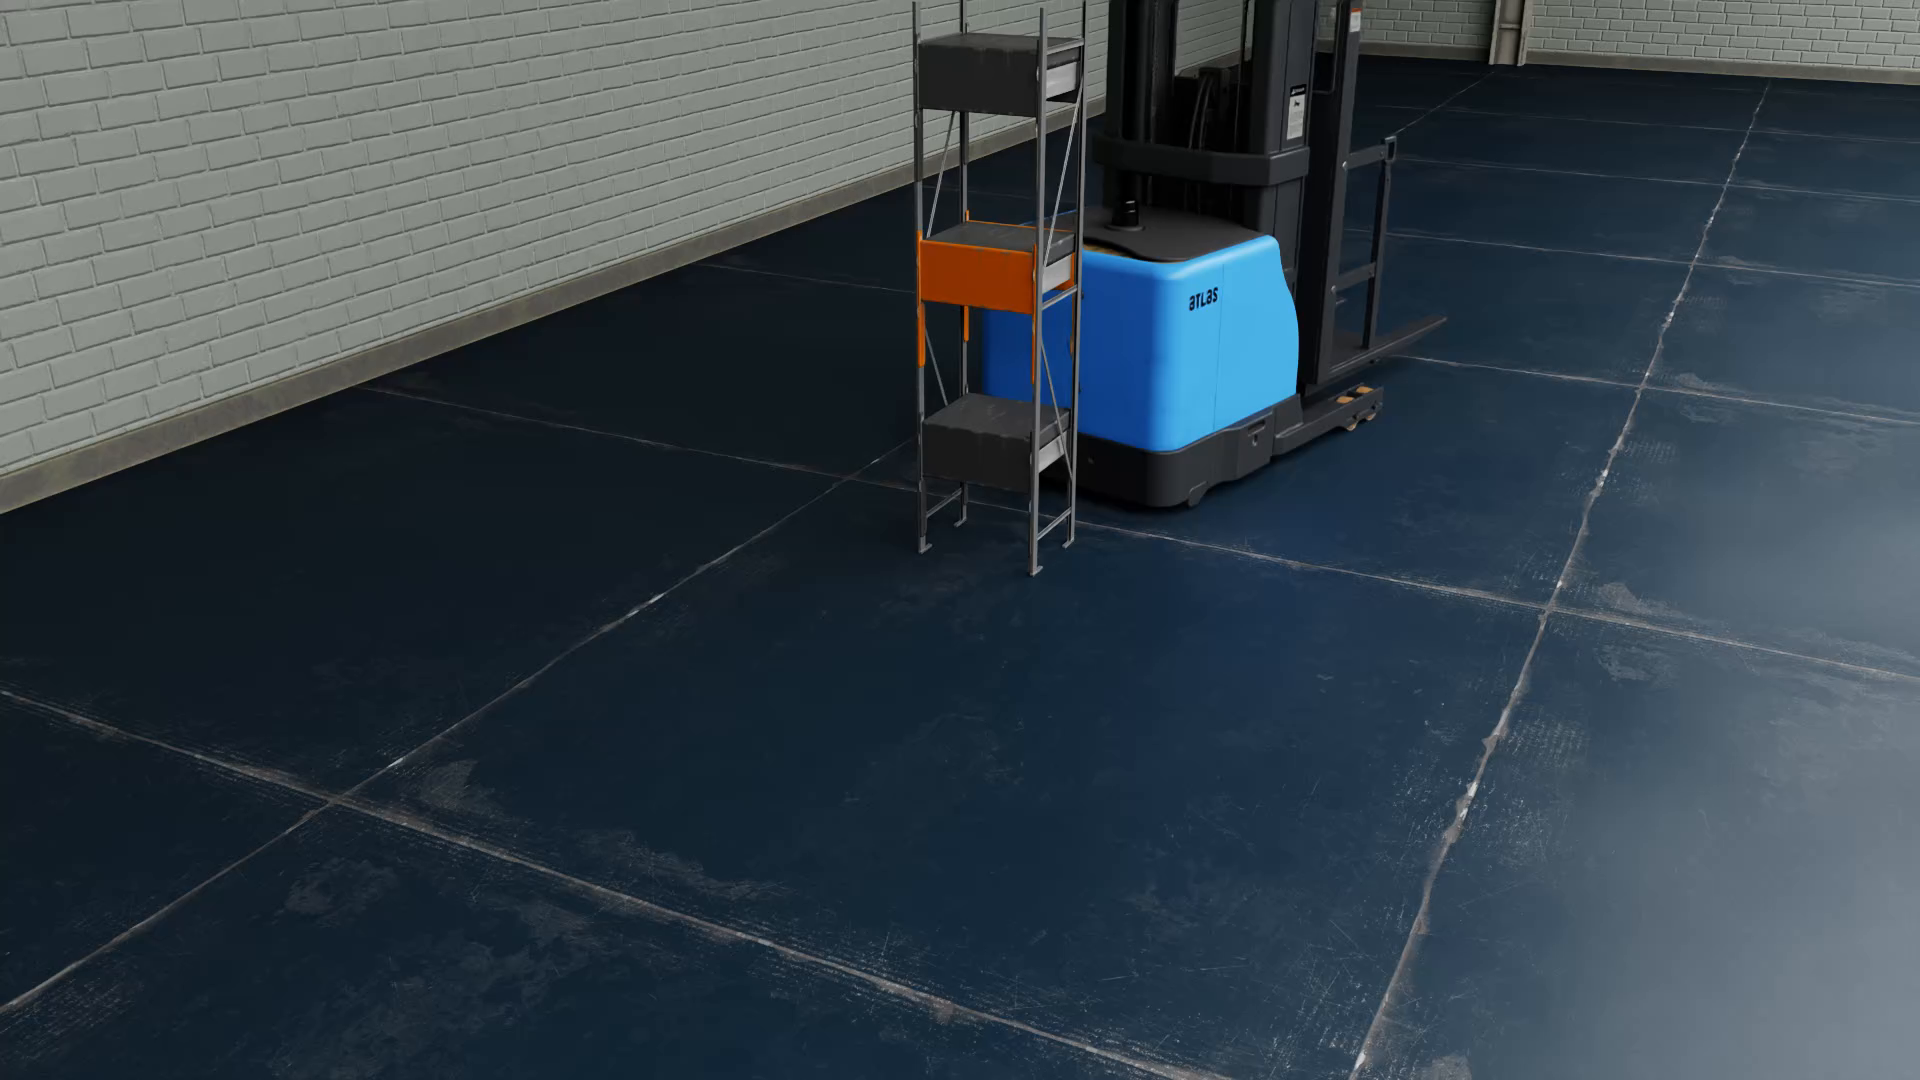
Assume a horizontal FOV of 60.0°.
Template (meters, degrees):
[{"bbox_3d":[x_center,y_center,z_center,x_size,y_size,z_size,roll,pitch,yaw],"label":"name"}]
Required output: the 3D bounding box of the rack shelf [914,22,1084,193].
[{"bbox_3d":[0.148,-1.569,6.002,0.480,0.518,0.431,11,25,25],"label":"rack shelf"}]

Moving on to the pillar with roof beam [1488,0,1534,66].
[{"bbox_3d":[4.861,-8.563,15.388,0.400,9.000,9.100,11,25,25],"label":"pillar with roof beam"}]

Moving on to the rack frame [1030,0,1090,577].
[{"bbox_3d":[0.365,-0.894,6.169,0.015,2.100,0.400,11,25,25],"label":"rack frame"}]

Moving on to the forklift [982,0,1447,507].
[{"bbox_3d":[1.415,-1.985,7.673,1.130,2.935,3.031,18,29,36],"label":"forklift"}]

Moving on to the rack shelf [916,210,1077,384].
[{"bbox_3d":[0.148,-0.924,6.276,0.480,0.518,0.431,11,25,25],"label":"rack shelf"}]

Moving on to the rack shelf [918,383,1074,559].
[{"bbox_3d":[0.148,-0.280,6.550,0.480,0.518,0.431,11,25,25],"label":"rack shelf"}]

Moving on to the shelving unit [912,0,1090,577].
[{"bbox_3d":[0.148,-0.937,6.270,0.503,2.100,0.431,11,25,25],"label":"shelving unit"}]

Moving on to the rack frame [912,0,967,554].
[{"bbox_3d":[-0.070,-0.980,6.372,0.015,2.100,0.400,11,25,25],"label":"rack frame"}]
